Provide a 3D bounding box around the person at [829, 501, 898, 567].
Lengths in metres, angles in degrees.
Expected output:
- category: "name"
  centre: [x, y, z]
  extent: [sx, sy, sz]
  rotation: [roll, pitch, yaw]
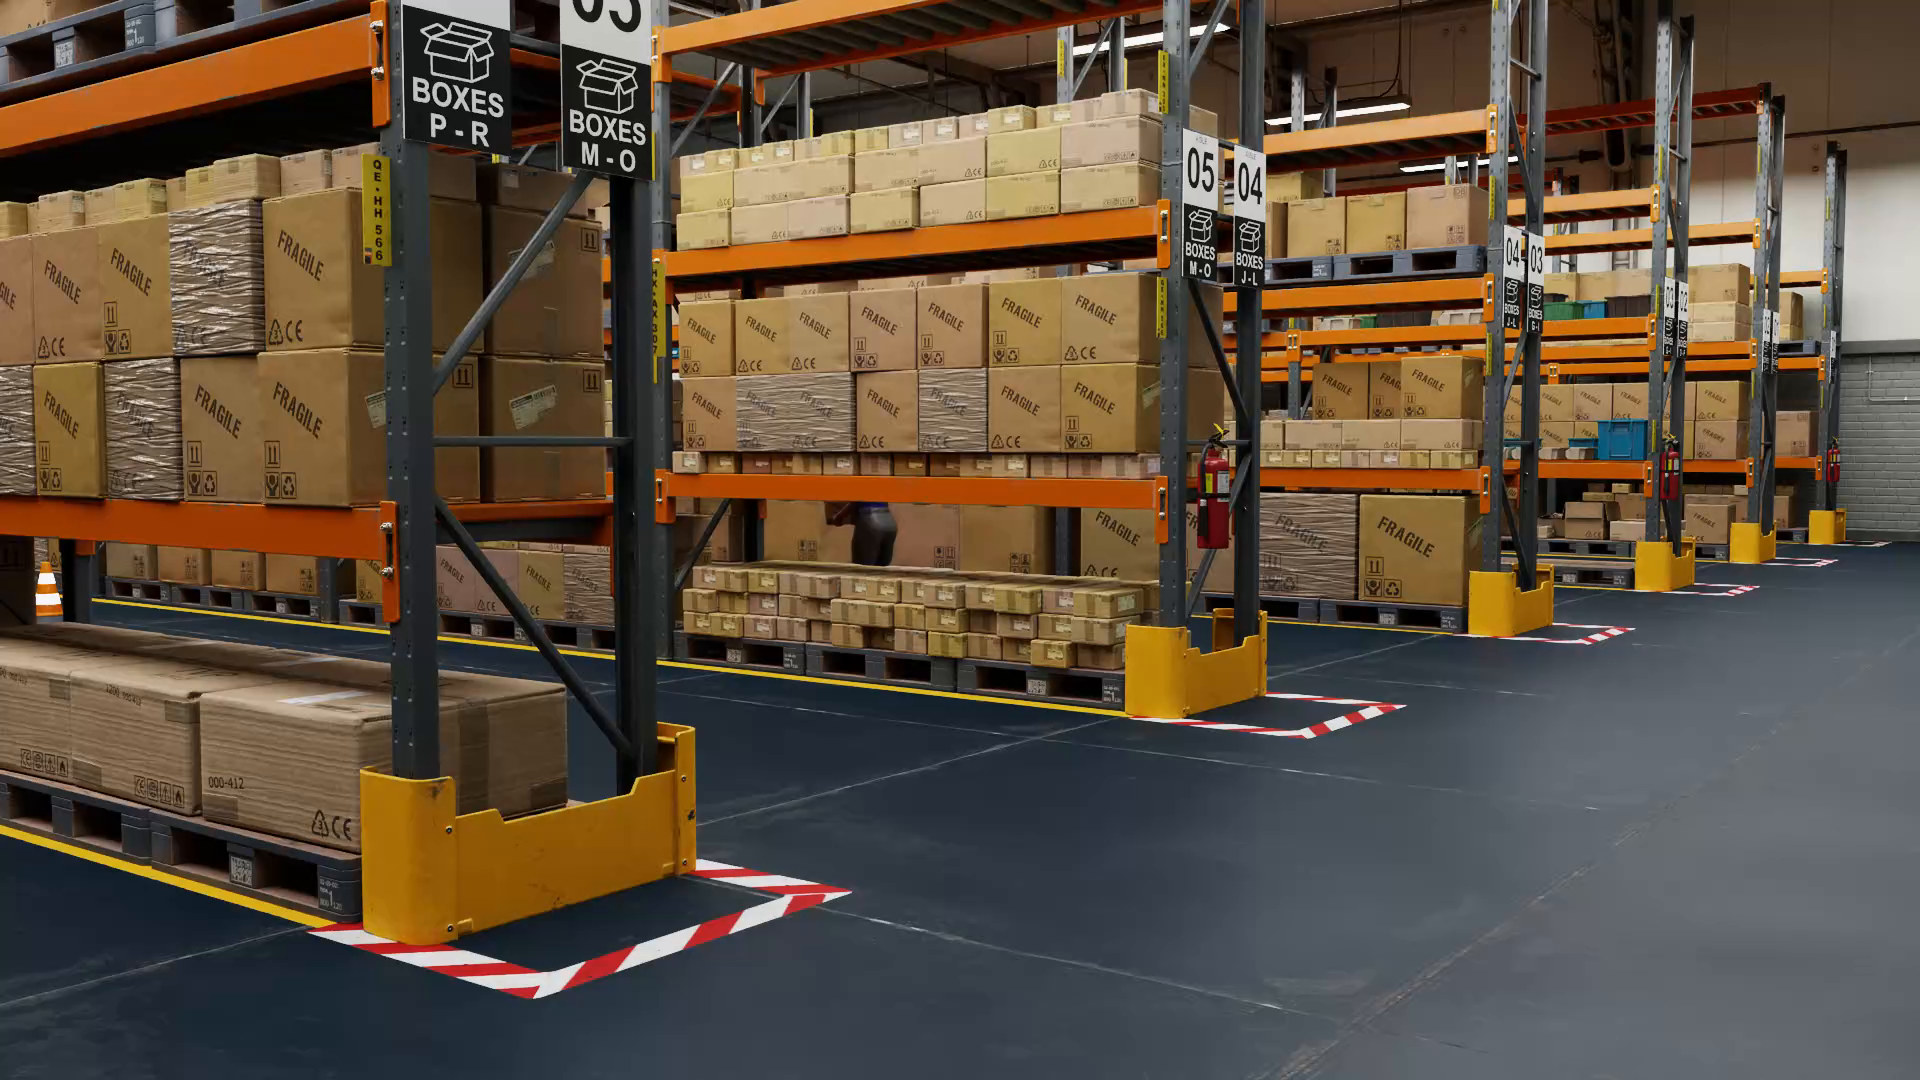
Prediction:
- category: "person"
  centre: [-0.742, -0.071, 12.994]
  extent: [0.519, 1.646, 0.449]
  rotation: [2, 4, 34]
